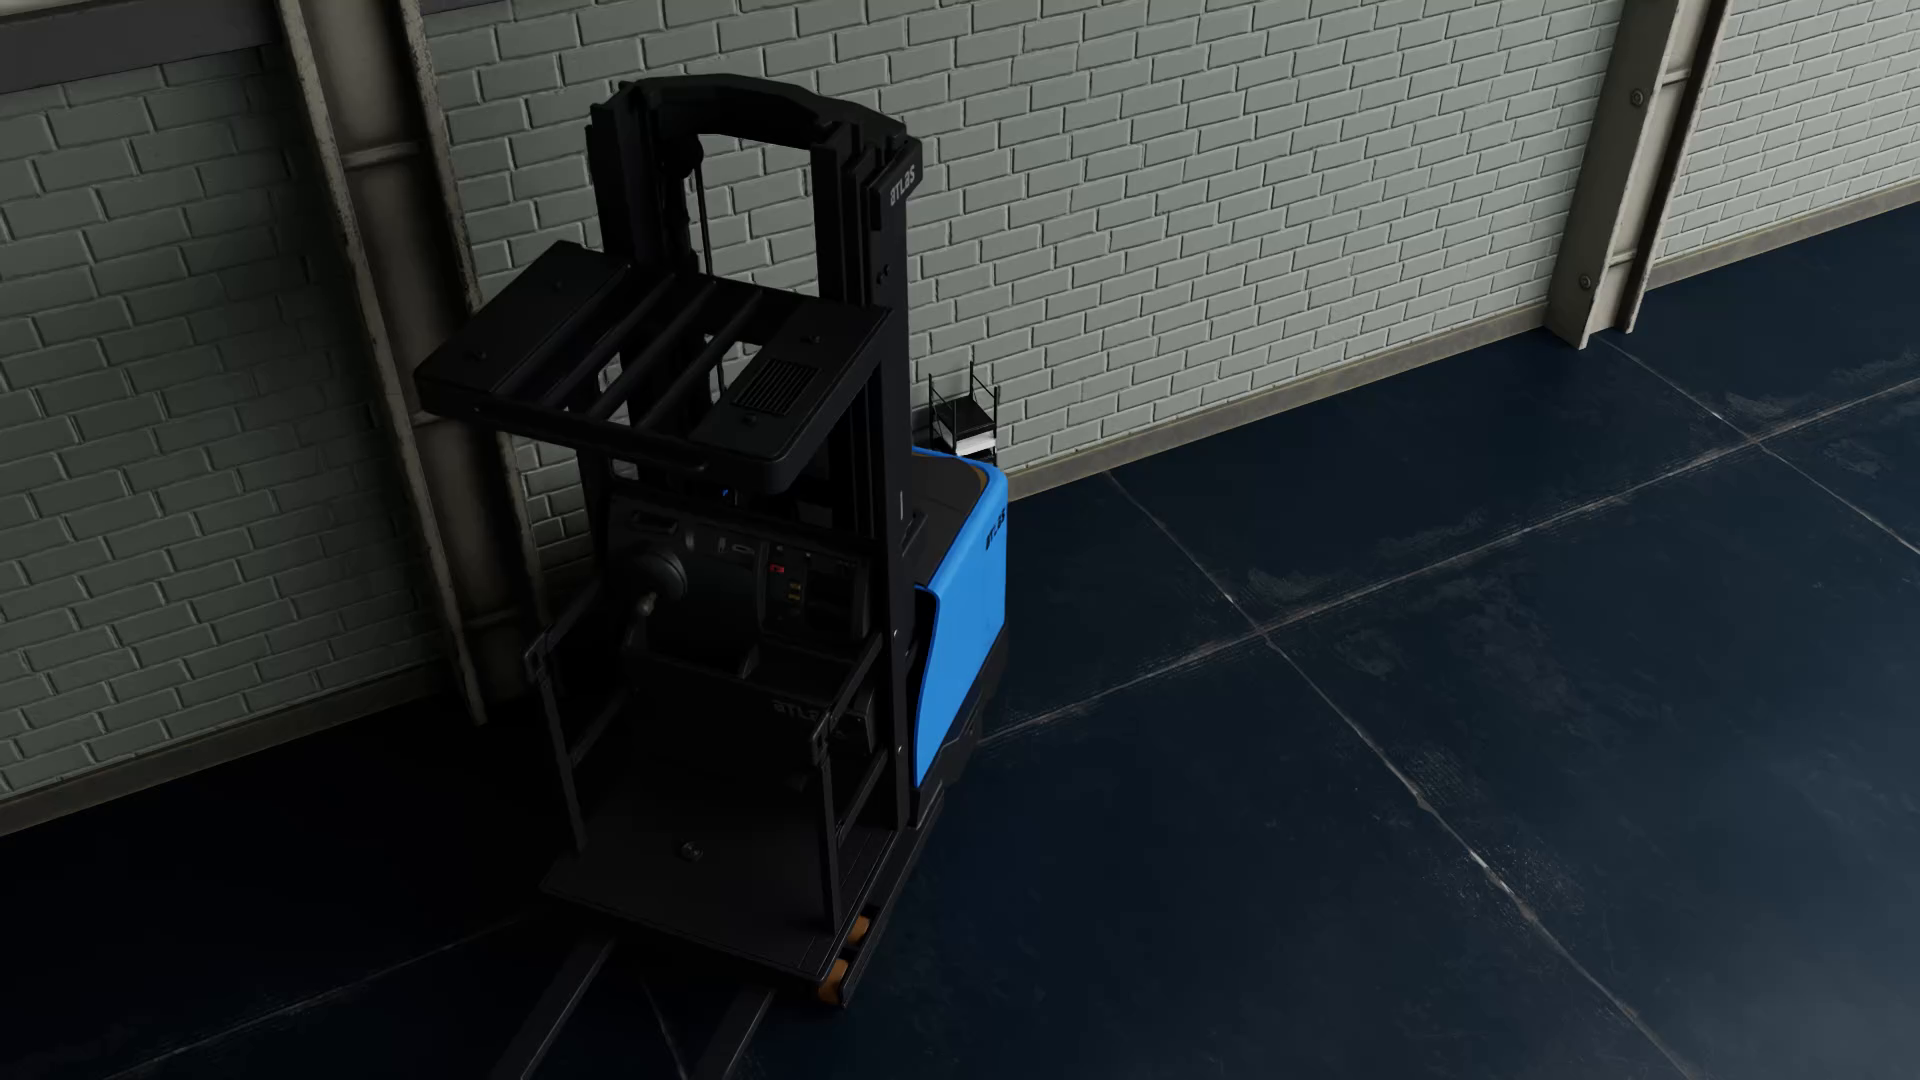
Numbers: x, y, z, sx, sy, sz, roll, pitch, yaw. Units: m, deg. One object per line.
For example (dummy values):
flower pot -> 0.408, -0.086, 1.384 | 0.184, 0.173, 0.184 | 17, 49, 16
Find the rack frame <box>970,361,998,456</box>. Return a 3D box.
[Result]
rack frame -> 0.102, -0.373, 7.483 | 0.006, 0.900, 0.240 | -19, 44, -21

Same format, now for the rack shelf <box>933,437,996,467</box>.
rack shelf -> 0.013, -0.385, 7.409 | 0.200, 0.077, 0.258 | -19, 44, -21

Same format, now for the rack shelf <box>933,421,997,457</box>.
rack shelf -> 0.013, -0.454, 7.351 | 0.200, 0.077, 0.258 | -19, 44, -21

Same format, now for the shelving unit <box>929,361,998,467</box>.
shelving unit -> 0.013, -0.342, 7.446 | 0.210, 0.900, 0.258 | -19, 44, -21

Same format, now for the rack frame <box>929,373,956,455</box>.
rack frame -> -0.077, -0.311, 7.409 | 0.006, 0.900, 0.240 | -19, 44, -21

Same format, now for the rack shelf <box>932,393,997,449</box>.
rack shelf -> 0.013, -0.522, 7.293 | 0.200, 0.077, 0.258 | -19, 44, -21

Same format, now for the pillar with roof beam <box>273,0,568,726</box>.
pillar with roof beam -> 0.100, -0.348, 1.185 | 0.400, 9.000, 9.100 | -19, 44, -21

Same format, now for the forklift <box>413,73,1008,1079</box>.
forklift -> -0.796, 0.198, 5.237 | 1.130, 2.935, 3.031 | 14, 42, 16

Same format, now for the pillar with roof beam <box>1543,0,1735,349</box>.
pillar with roof beam -> 5.422, -2.138, 3.300 | 0.400, 9.000, 9.100 | -19, 44, -21
